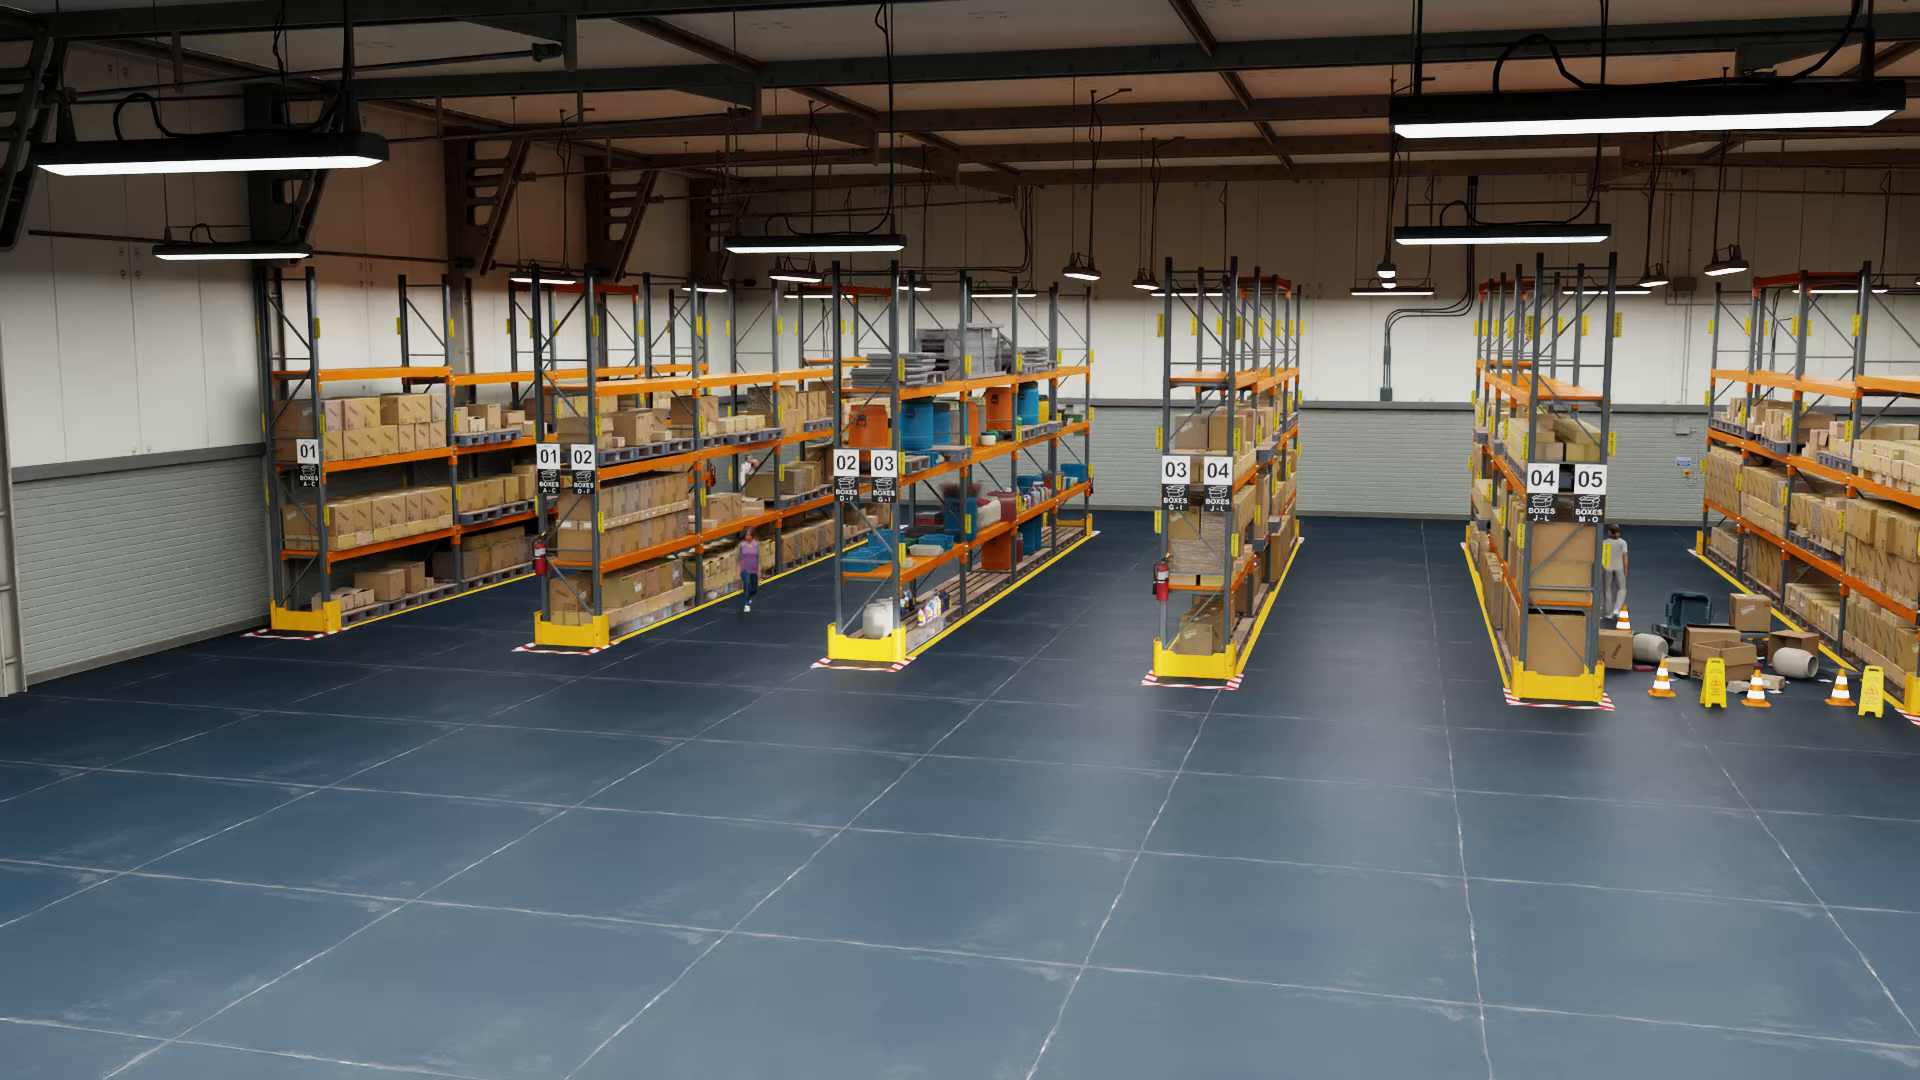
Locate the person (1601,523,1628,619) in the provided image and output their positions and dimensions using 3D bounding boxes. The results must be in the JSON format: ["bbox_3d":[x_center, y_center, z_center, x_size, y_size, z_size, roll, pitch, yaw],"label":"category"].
[{"bbox_3d":[11.303,0.551,28.738,0.495,1.651,0.534,2,7,15],"label":"person"}]

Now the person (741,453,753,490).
[{"bbox_3d":[-5.662,-1.492,44.568,0.391,1.687,0.505,2,8,18],"label":"person"}]

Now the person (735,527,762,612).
[{"bbox_3d":[-3.591,0.483,28.324,0.448,1.395,1.055,-3,8,-23],"label":"person"}]

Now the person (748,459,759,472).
[{"bbox_3d":[-5.210,-1.155,41.952,0.543,1.764,0.575,-1,7,-9],"label":"person"}]
